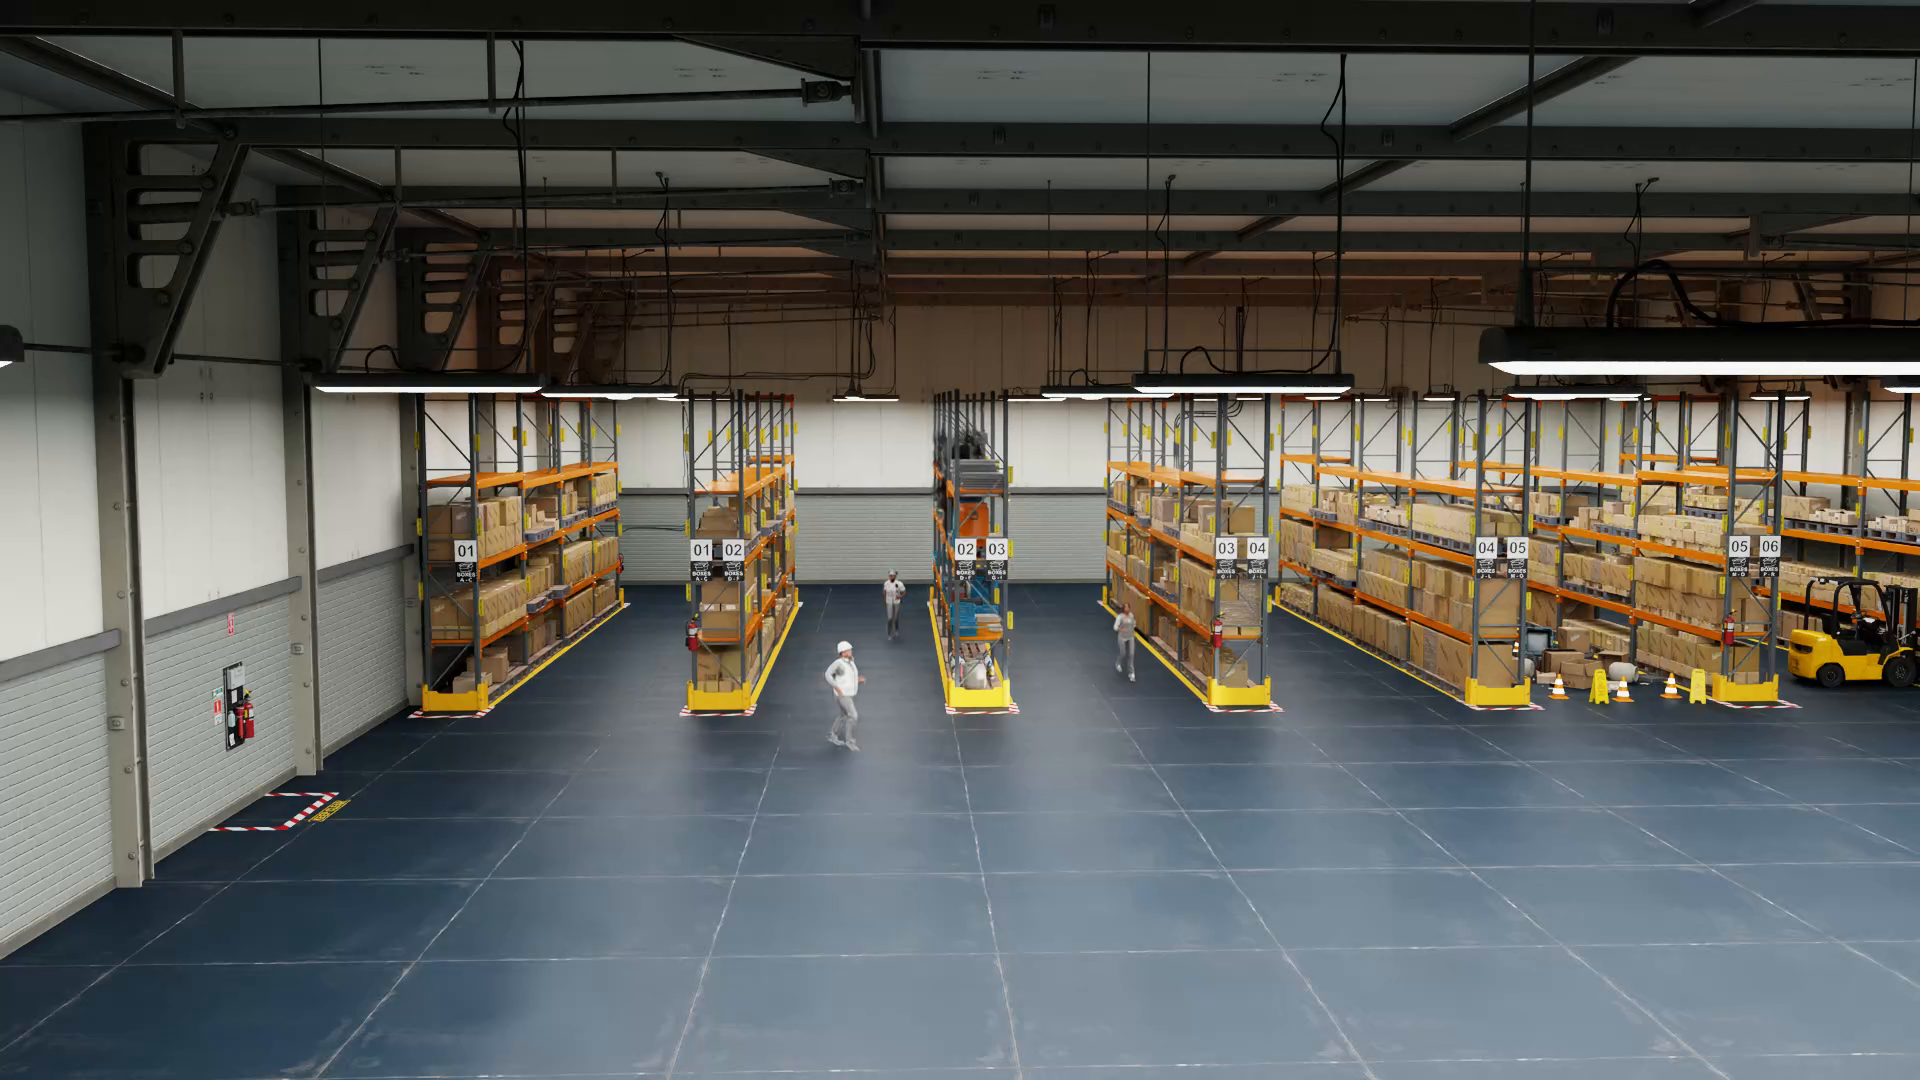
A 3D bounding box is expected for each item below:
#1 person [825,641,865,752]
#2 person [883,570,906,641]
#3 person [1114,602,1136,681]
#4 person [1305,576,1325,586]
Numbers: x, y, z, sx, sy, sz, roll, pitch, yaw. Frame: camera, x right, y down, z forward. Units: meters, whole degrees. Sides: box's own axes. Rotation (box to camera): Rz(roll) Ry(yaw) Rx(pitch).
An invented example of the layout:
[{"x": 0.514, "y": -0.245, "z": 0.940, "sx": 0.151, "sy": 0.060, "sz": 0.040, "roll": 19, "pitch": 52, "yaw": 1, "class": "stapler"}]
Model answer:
[{"x": -1.906, "y": 2.597, "z": 27.608, "sx": 0.707, "sy": 1.833, "sz": 0.647, "roll": 2, "pitch": 5, "yaw": 21, "class": "person"}, {"x": -1.591, "y": 1.587, "z": 40.575, "sx": 0.587, "sy": 1.768, "sz": 0.725, "roll": 0, "pitch": 5, "yaw": 5, "class": "person"}, {"x": 3.454, "y": 2.089, "z": 34.706, "sx": 0.538, "sy": 1.605, "sz": 0.877, "roll": -1, "pitch": 5, "yaw": -15, "class": "person"}, {"x": 10.443, "y": 0.860, "z": 49.093, "sx": 0.854, "sy": 1.760, "sz": 0.708, "roll": -1, "pitch": 5, "yaw": -10, "class": "person"}]
